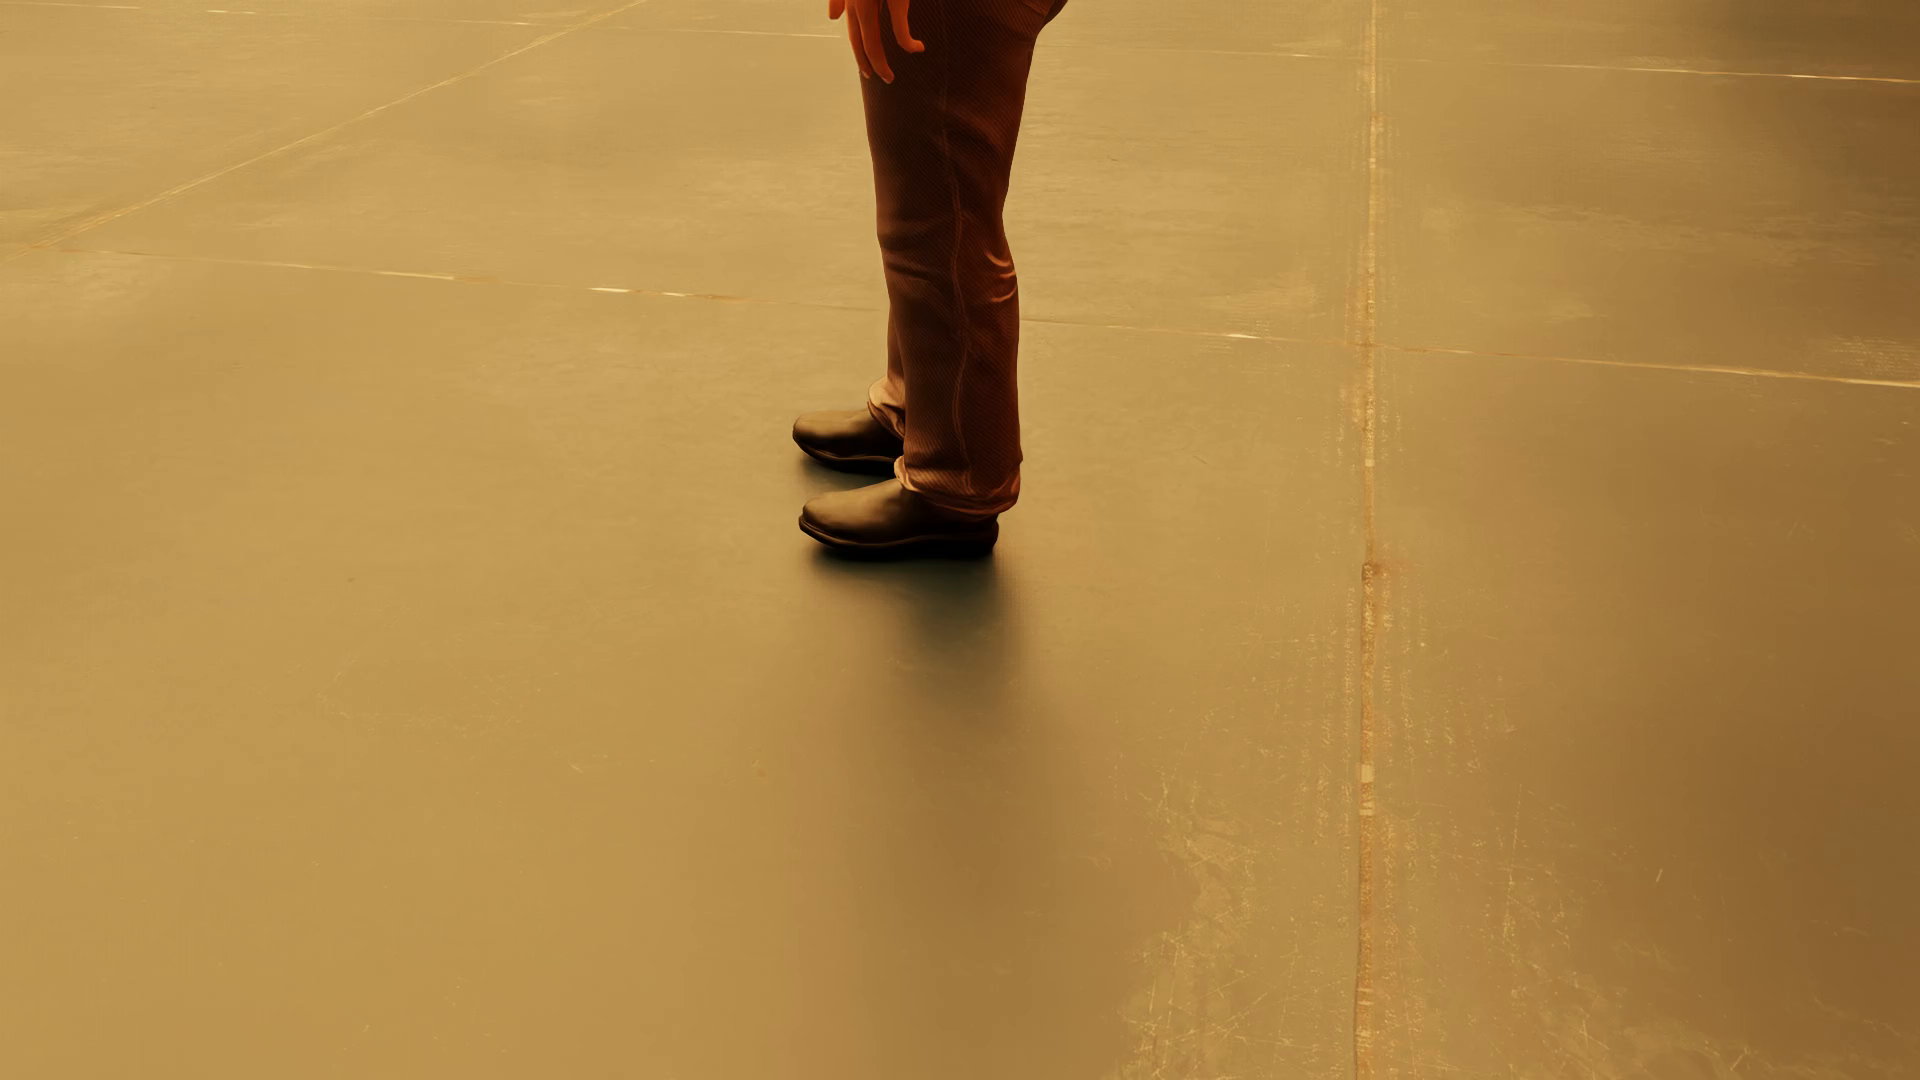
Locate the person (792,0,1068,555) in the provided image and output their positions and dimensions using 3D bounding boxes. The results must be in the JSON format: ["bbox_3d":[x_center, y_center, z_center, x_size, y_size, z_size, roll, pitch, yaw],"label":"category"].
[{"bbox_3d":[-0.058,-0.785,2.128,0.568,1.720,0.632,6,27,11],"label":"person"}]
